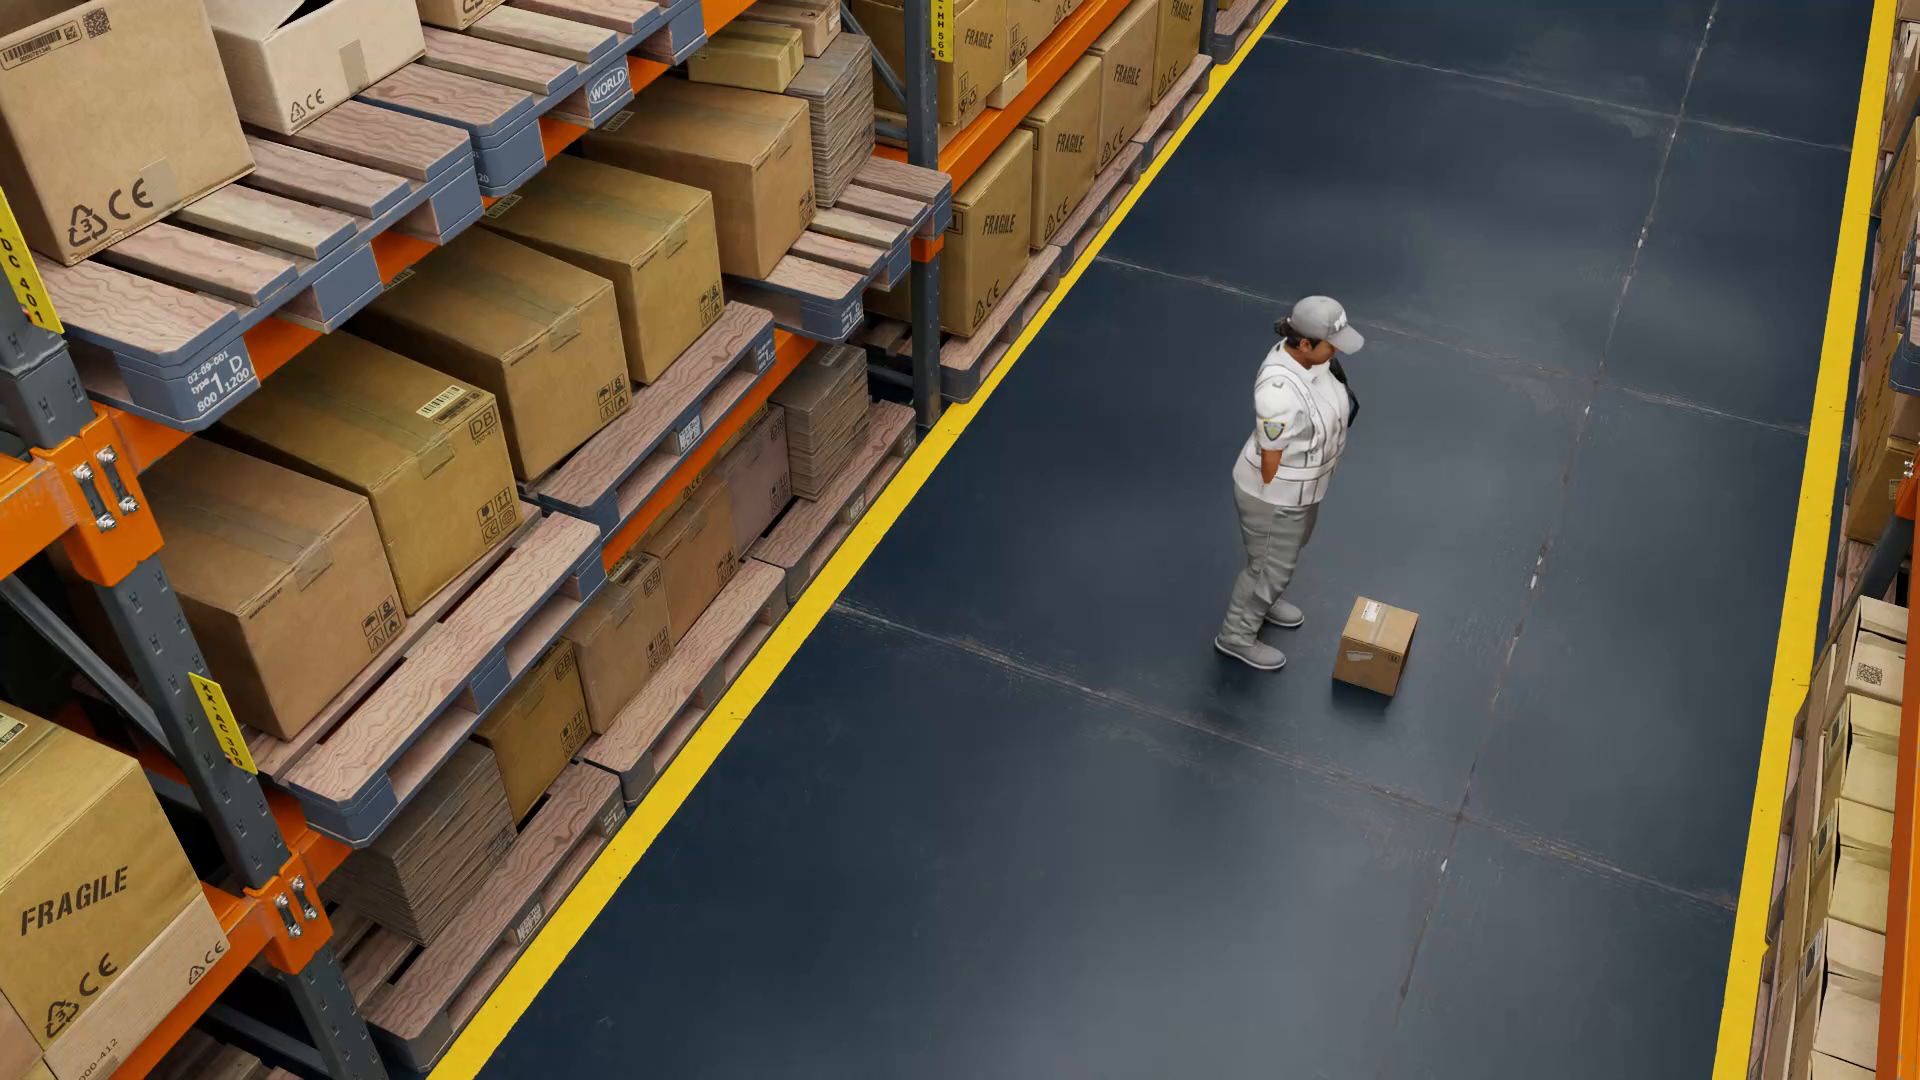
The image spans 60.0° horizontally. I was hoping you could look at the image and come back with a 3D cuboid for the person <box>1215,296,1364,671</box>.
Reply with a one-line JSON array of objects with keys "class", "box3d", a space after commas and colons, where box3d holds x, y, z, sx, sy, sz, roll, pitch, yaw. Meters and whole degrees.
[{"class": "person", "box3d": [1.264, -0.235, 6.428, 0.390, 1.657, 0.471, 18, 45, 19]}]
